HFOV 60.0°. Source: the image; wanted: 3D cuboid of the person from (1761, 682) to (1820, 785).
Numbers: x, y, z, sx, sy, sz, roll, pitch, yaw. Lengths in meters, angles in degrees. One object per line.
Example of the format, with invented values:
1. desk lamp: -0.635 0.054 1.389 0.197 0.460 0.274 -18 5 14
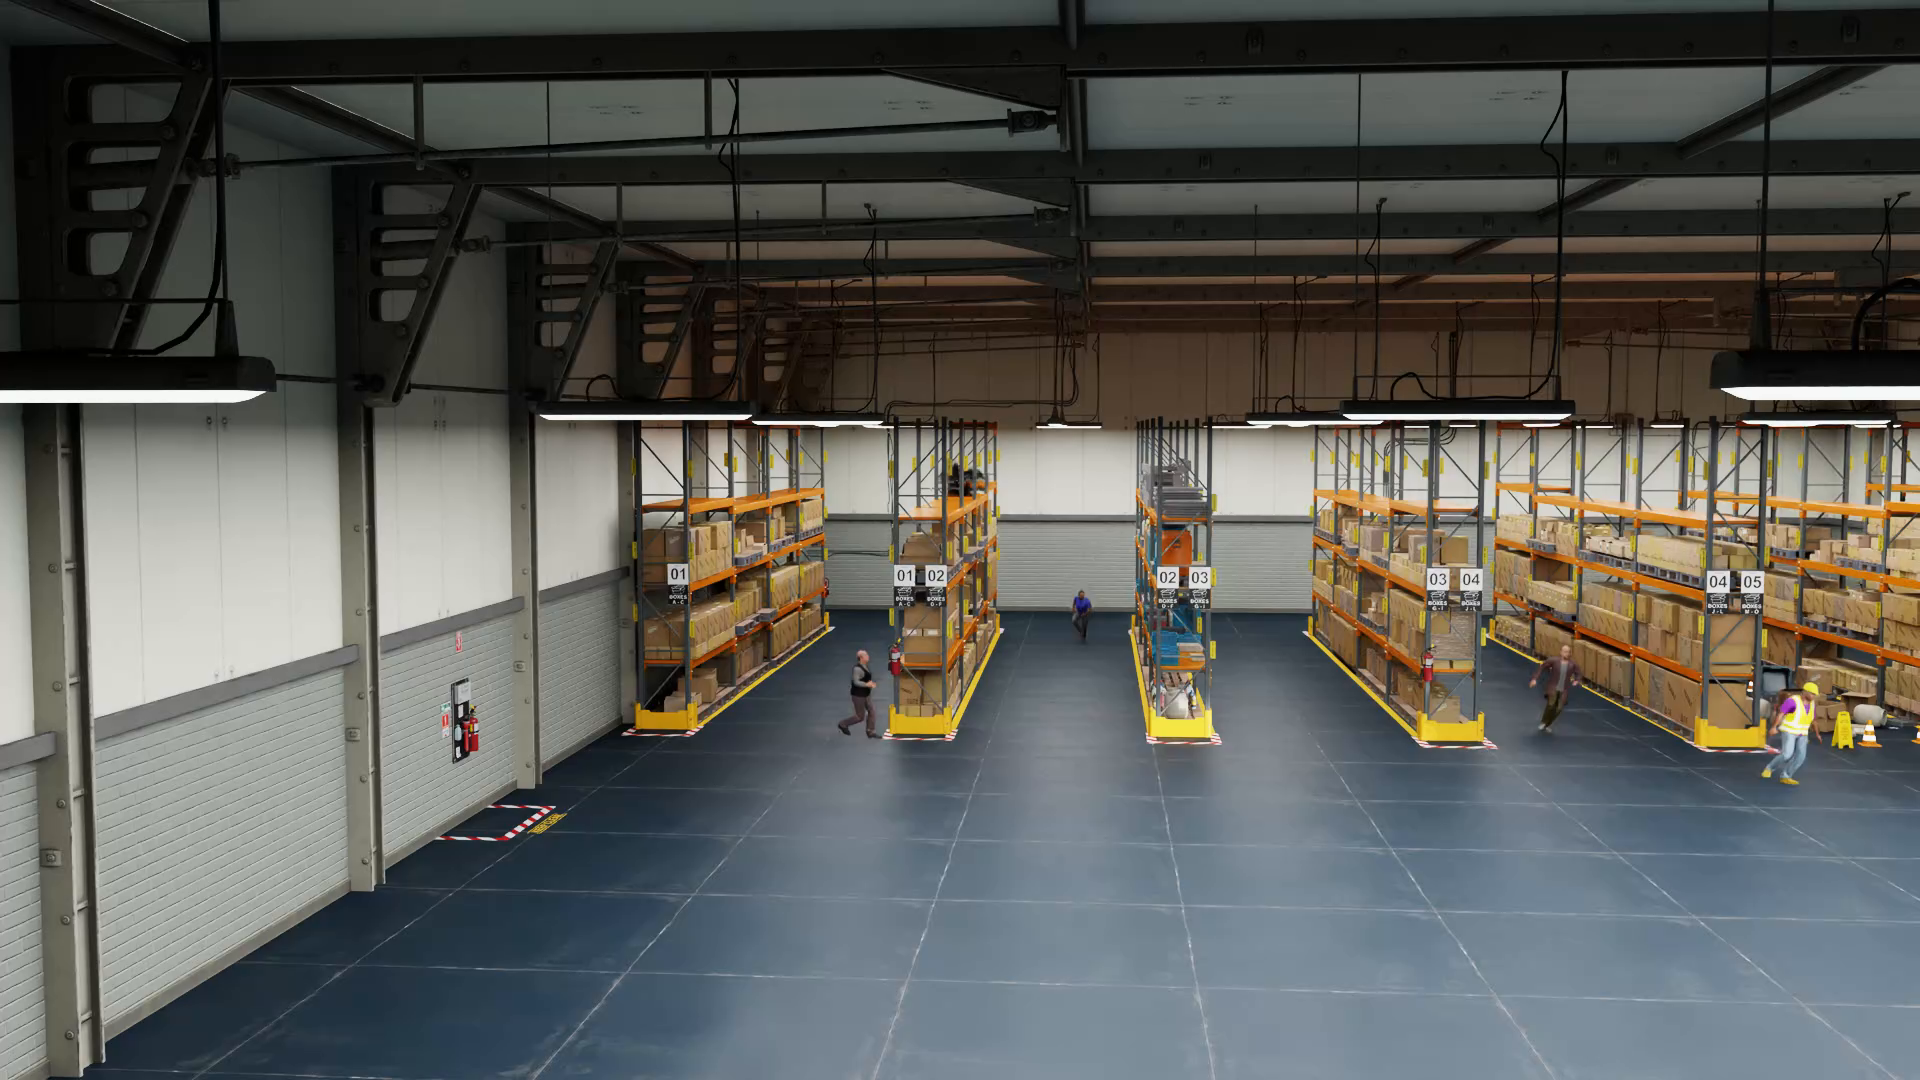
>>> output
1. person: 13.457 3.114 26.872 0.768 1.682 0.700 -1 4 -15

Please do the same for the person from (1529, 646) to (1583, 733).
1. person: 11.351 2.834 31.517 0.890 1.670 0.731 0 4 -1

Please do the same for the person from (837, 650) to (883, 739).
1. person: -1.882 2.915 30.859 0.864 1.612 0.696 1 4 13

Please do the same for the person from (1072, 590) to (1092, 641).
1. person: 3.311 2.040 44.751 0.604 1.449 1.016 1 4 16
